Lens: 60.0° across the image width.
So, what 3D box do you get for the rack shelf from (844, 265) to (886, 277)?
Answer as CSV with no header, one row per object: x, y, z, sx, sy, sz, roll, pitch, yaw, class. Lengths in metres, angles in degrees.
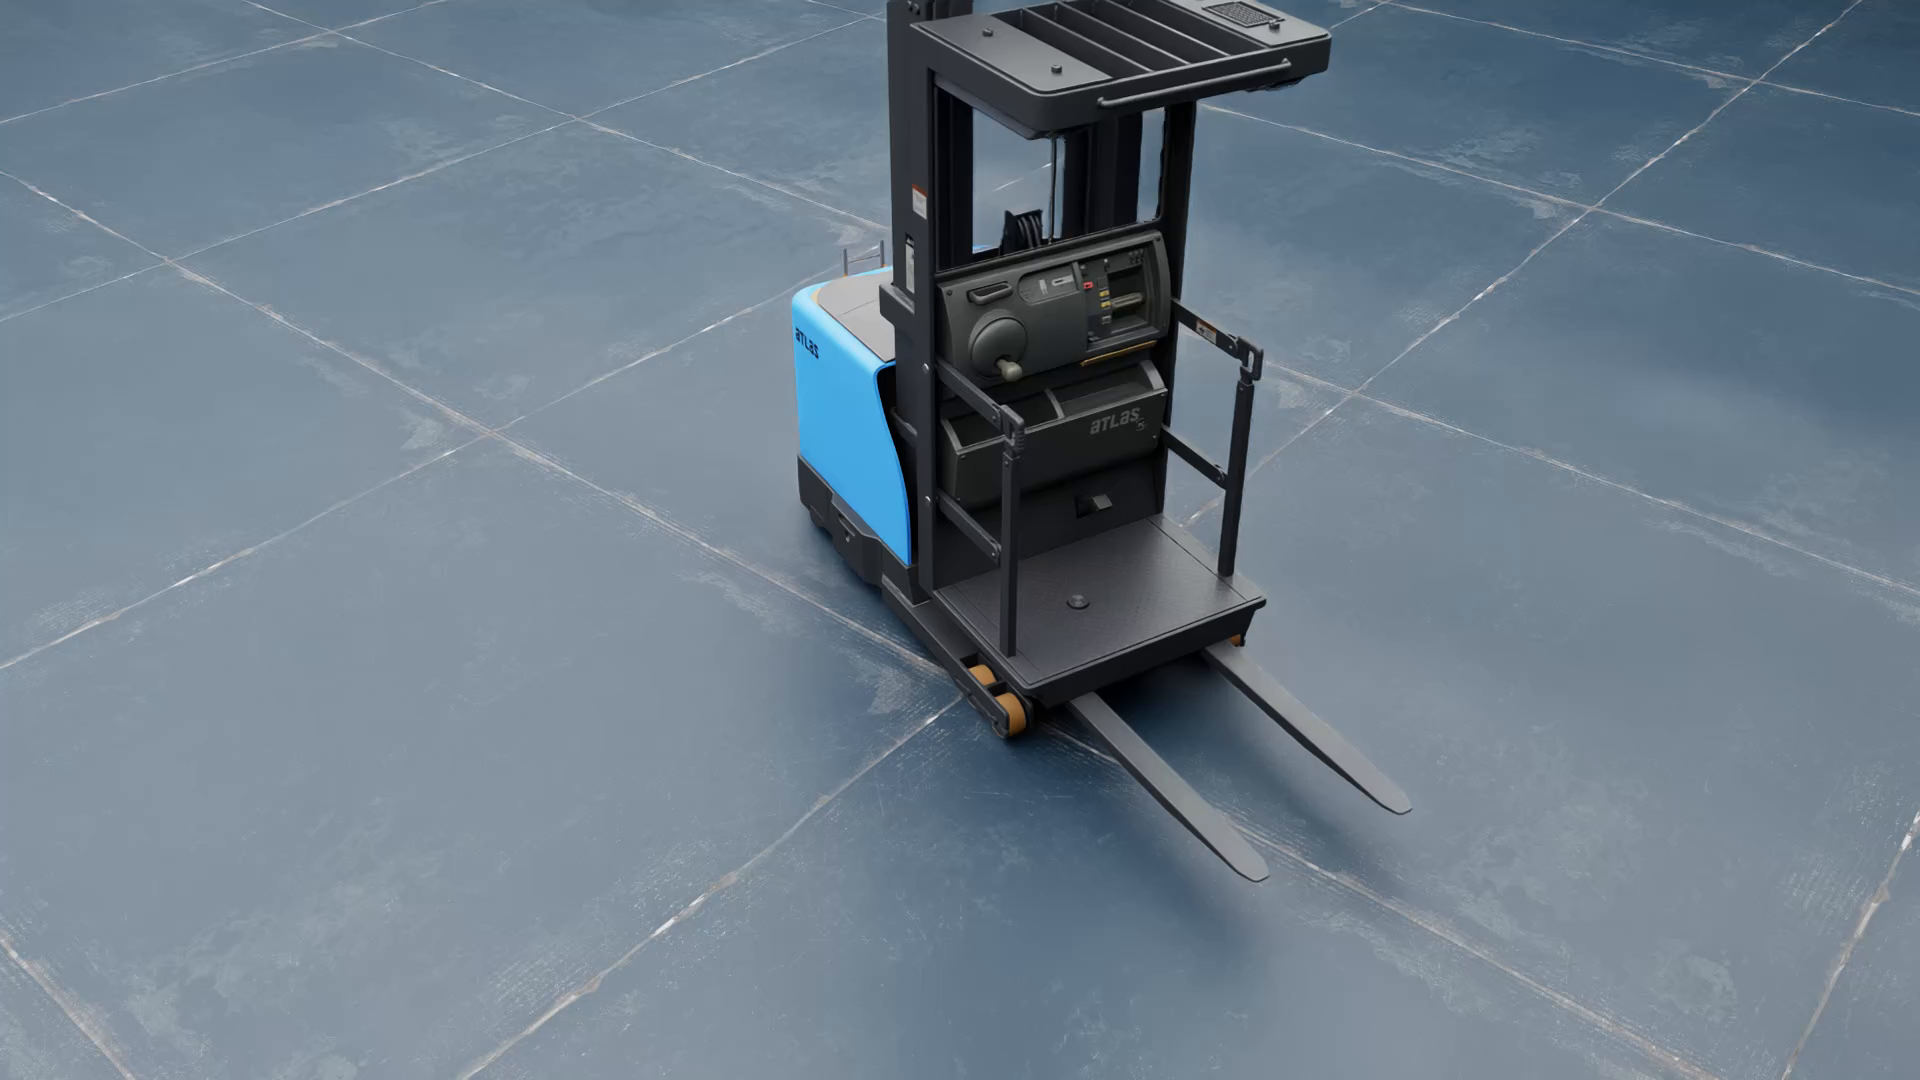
-0.361,-1.029,7.338,0.215,0.259,0.240,-18,38,-25,rack shelf

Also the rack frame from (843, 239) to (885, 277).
-0.422,-0.863,7.580,0.200,1.050,0.008,-18,38,-25,rack frame

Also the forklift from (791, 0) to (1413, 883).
0.464,-0.773,5.787,1.130,2.935,3.031,-18,38,-25,forklift

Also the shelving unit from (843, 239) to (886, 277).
-0.361,-0.804,7.493,0.215,1.050,0.252,-18,38,-25,shelving unit

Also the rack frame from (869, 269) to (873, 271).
-0.299,-0.744,7.406,0.200,1.050,0.008,-18,38,-25,rack frame
